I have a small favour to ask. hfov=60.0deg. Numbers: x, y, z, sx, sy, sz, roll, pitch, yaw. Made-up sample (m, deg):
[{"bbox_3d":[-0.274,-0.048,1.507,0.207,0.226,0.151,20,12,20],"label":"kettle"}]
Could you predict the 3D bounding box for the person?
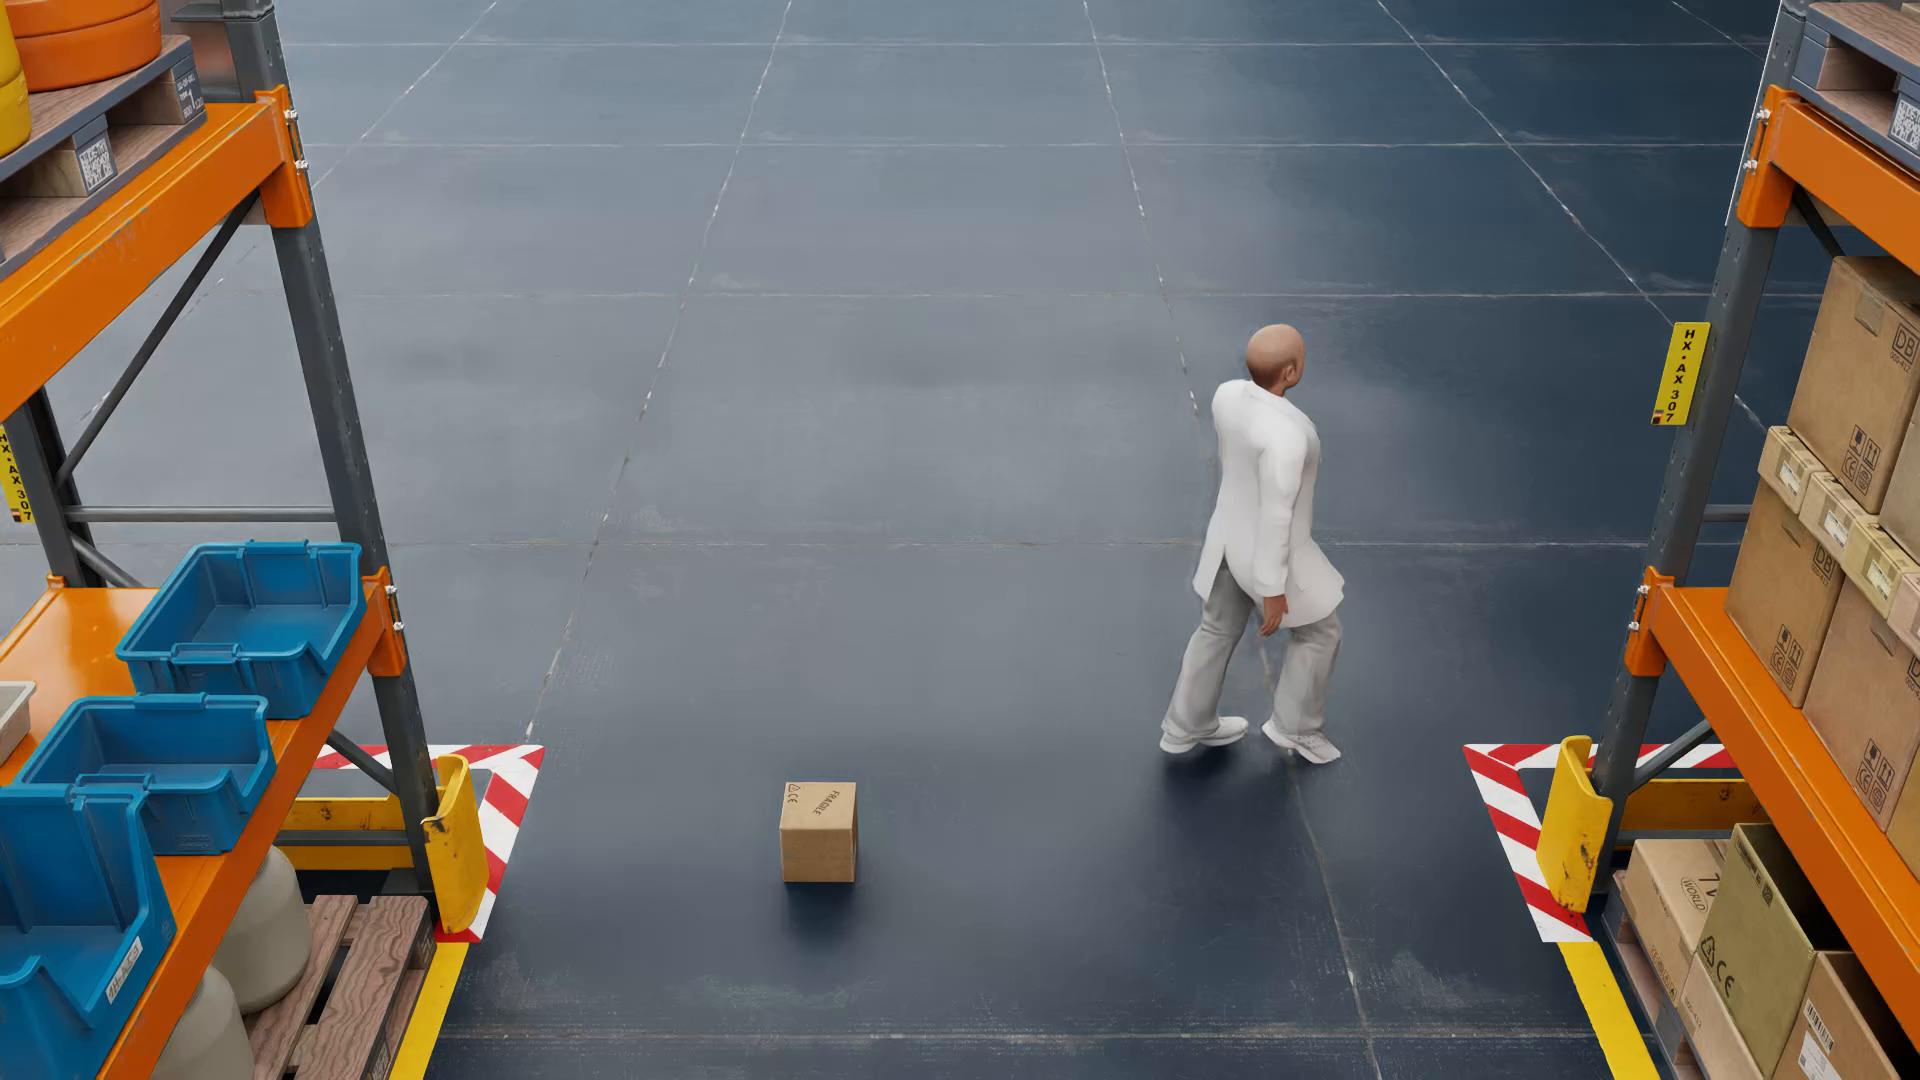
[{"bbox_3d":[1.111,0.065,6.066,0.683,1.846,0.623,-13,34,-21],"label":"person"}]
